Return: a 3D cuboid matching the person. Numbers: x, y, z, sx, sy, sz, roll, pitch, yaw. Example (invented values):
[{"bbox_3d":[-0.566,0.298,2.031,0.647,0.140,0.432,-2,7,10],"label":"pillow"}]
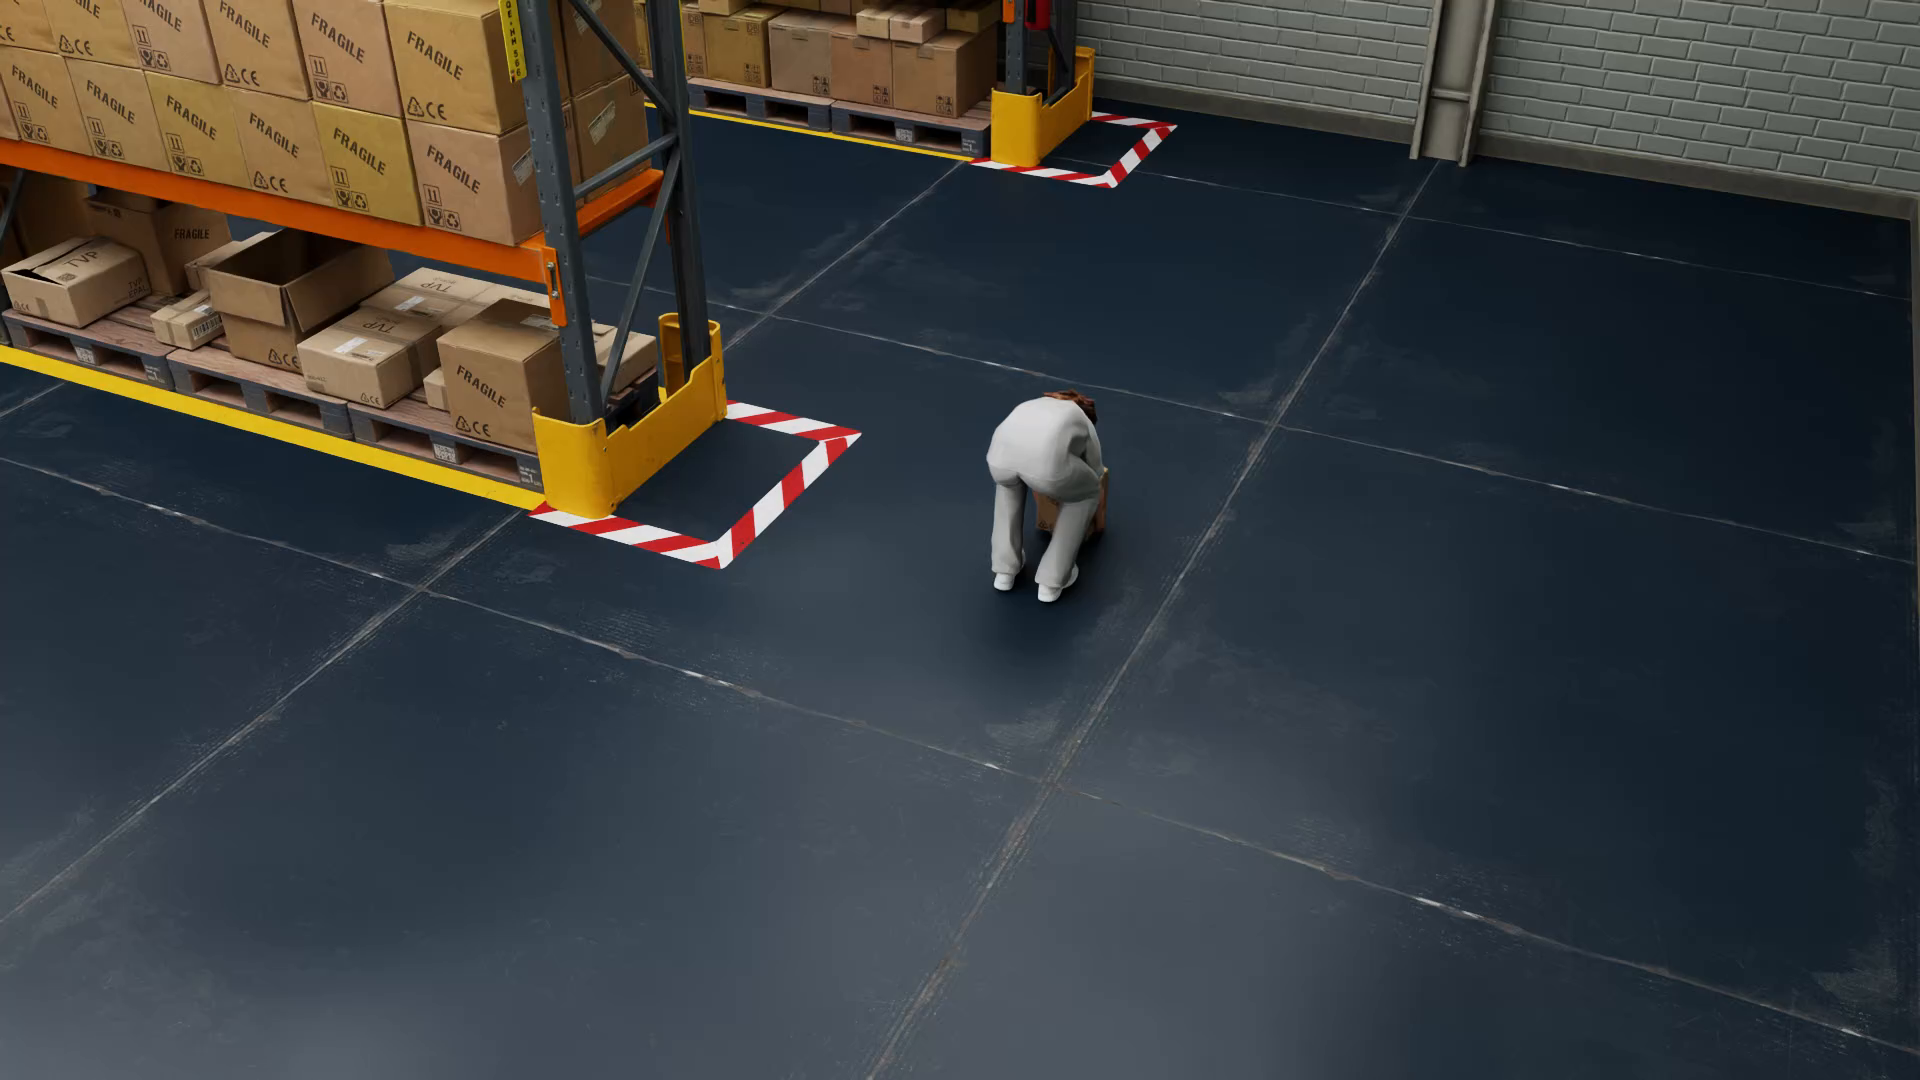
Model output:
[{"bbox_3d":[0.389,-0.245,7.266,0.472,0.830,0.847,13,36,18],"label":"person"}]
